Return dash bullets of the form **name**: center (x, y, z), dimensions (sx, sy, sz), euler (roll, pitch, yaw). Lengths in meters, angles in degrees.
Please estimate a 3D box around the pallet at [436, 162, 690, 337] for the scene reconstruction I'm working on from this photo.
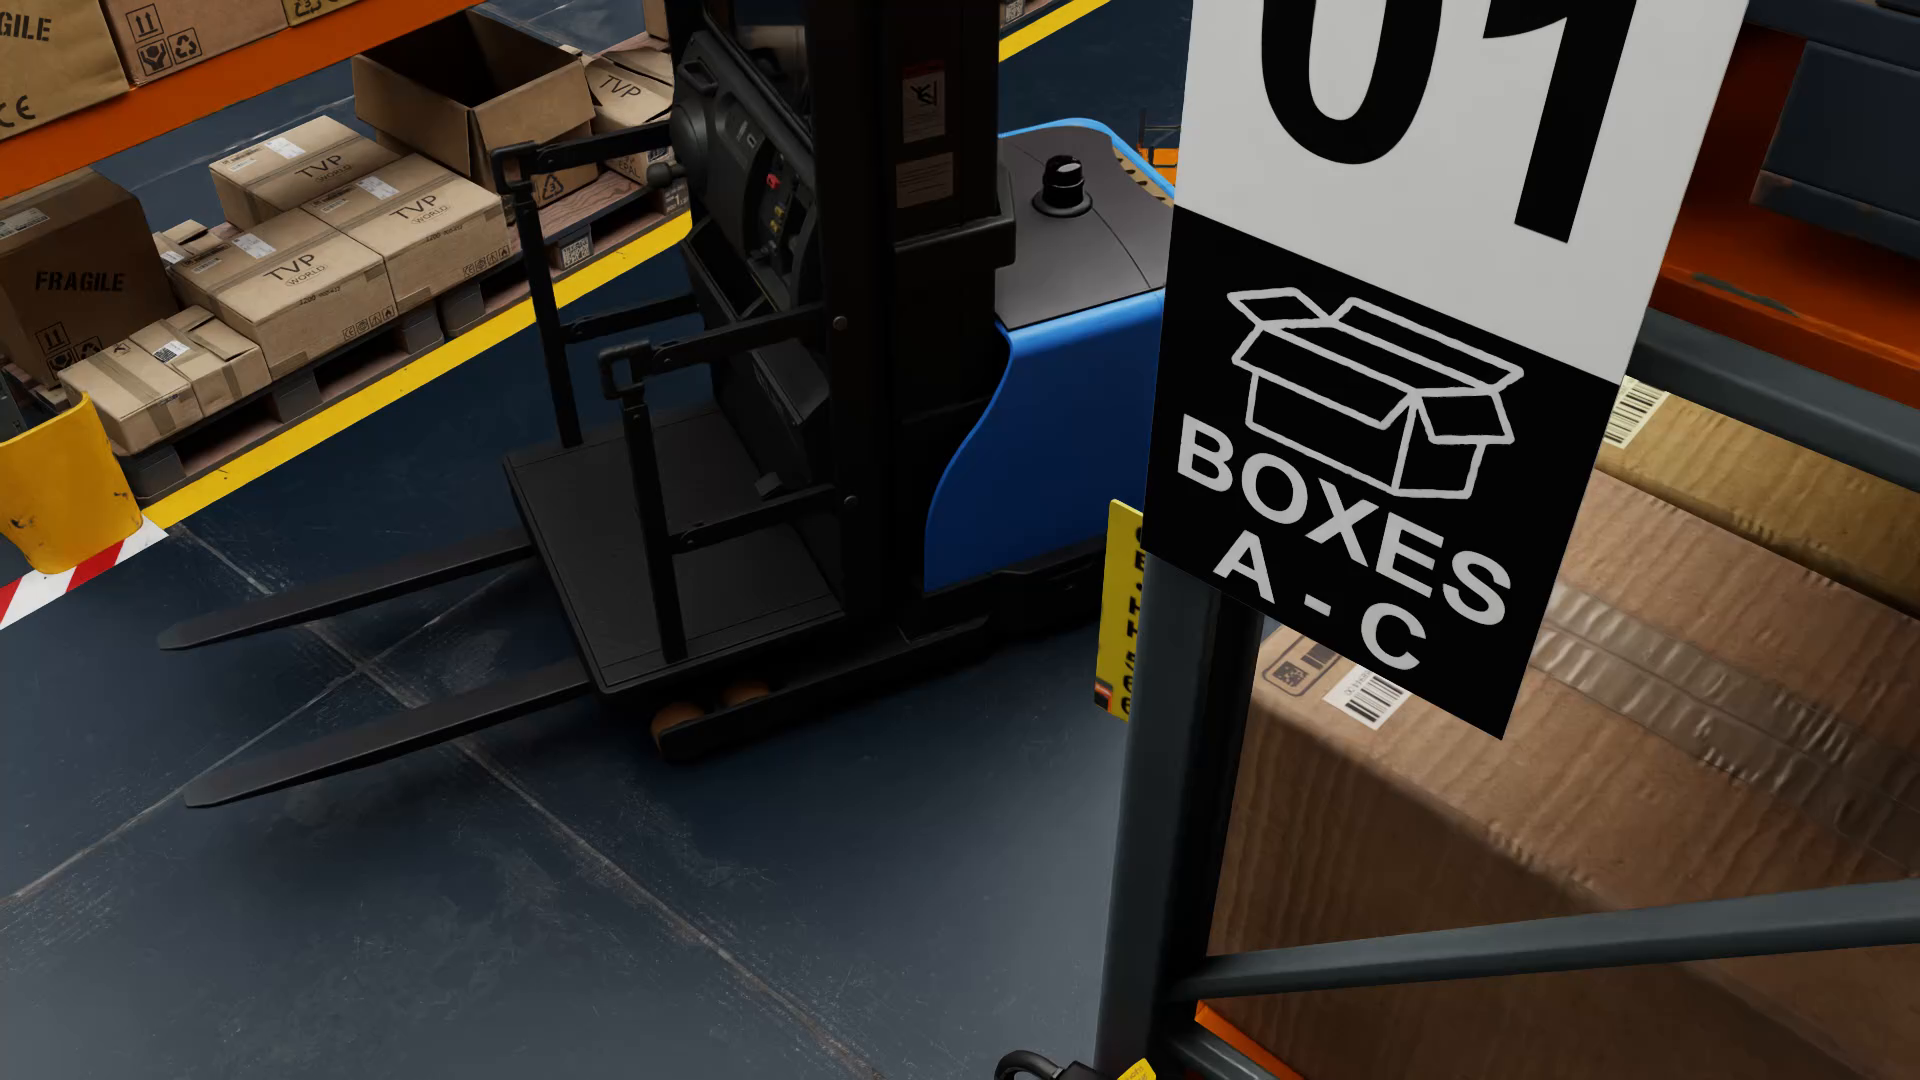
- **pallet**: center (-1.840, -1.331, 6.557), dimensions (1.003, 0.211, 1.213), euler (29, 50, 28)

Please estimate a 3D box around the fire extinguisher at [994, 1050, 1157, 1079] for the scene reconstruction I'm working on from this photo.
- **fire extinguisher**: center (0.157, 0.900, 2.365), dimensions (0.296, 0.674, 0.183), euler (29, 50, 28)

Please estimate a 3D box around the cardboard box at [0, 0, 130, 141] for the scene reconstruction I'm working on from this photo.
- **cardboard box**: center (-2.699, -1.438, 4.528), dimensions (0.500, 0.500, 0.500), euler (31, 50, 29)

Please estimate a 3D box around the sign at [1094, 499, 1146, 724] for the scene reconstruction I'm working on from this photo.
- **sign**: center (0.201, 0.097, 1.876), dimensions (0.100, 0.325, 0.005), euler (29, 50, 28)

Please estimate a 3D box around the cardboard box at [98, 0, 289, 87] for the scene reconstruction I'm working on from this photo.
- **cardboard box**: center (-2.371, -1.706, 4.823), dimensions (0.500, 0.500, 0.500), euler (29, 50, 28)

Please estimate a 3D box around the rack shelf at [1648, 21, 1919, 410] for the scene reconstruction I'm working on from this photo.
- **rack shelf**: center (1.895, -1.018, 2.445), dimensions (1.077, 0.370, 4.000), euler (29, 50, 28)

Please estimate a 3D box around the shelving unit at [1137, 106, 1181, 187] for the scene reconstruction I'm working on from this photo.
- **shelving unit**: center (0.663, -0.873, 5.427), dimensions (0.215, 1.050, 0.252), euler (0, 41, -1)

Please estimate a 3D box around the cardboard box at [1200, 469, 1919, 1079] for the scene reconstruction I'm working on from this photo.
- **cardboard box**: center (0.928, 0.478, 2.272), dimensions (0.980, 0.700, 0.700), euler (32, 51, 30)

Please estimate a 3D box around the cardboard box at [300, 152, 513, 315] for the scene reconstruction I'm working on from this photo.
- **cardboard box**: center (-1.976, -1.105, 5.952), dimensions (0.500, 0.250, 0.500), euler (29, 50, 28)

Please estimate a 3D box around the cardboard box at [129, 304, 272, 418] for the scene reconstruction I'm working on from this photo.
- **cardboard box**: center (-2.493, -0.597, 5.456), dimensions (0.380, 0.166, 0.250), euler (29, 50, 28)

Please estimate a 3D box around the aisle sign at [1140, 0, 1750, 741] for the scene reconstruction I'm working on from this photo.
- **aisle sign**: center (0.332, -0.199, 1.307), dimensions (0.394, 0.787, 0.004), euler (29, 50, 28)

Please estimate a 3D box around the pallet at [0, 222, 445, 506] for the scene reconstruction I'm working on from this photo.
- **pallet**: center (-2.625, -0.705, 5.869), dimensions (1.003, 0.211, 1.213), euler (29, 50, 28)

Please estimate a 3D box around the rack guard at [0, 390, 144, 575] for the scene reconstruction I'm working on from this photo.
- **rack guard**: center (-3.137, -0.401, 5.320), dimensions (1.175, 0.500, 0.348), euler (29, 50, 28)

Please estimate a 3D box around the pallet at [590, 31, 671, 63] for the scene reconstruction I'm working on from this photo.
- **pallet**: center (-1.055, -1.962, 7.251), dimensions (1.003, 0.211, 1.213), euler (29, 50, 28)

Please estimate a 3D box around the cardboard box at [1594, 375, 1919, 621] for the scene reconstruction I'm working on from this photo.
- **cardboard box**: center (1.388, 0.098, 2.689), dimensions (0.980, 0.700, 0.700), euler (29, 50, 28)

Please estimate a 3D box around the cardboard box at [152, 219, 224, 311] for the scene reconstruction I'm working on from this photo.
- **cardboard box**: center (-2.695, -0.958, 5.853), dimensions (0.380, 0.166, 0.250), euler (29, 50, 28)

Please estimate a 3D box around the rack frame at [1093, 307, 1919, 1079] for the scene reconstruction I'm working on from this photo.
- **rack frame**: center (0.605, 0.854, 2.081), dimensions (0.949, 2.616, 0.053), euler (29, 50, 28)

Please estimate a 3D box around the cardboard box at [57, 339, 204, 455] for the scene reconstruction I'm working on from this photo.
- **cardboard box**: center (-2.654, -0.462, 5.320), dimensions (0.380, 0.149, 0.250), euler (29, 50, 28)

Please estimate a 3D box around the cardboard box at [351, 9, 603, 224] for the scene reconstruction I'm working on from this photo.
- **cardboard box**: center (-1.817, -1.616, 6.327), dimensions (0.797, 0.503, 0.637), euler (29, 50, 28)

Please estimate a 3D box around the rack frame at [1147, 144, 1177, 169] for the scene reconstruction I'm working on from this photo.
- **rack frame**: center (0.665, -0.792, 5.335), dimensions (0.200, 1.050, 0.008), euler (0, 41, -1)

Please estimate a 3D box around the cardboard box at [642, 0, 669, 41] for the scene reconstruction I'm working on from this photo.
- **cardboard box**: center (-1.048, -2.392, 7.323), dimensions (0.500, 0.311, 0.500), euler (29, 50, 28)

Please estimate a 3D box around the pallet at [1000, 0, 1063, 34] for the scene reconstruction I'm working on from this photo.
- **pallet**: center (-0.117, -2.750, 8.118), dimensions (1.003, 0.211, 1.213), euler (29, 50, 28)

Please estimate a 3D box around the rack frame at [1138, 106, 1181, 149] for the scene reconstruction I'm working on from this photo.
- **rack frame**: center (0.661, -0.954, 5.518), dimensions (0.200, 1.050, 0.008), euler (0, 41, -1)

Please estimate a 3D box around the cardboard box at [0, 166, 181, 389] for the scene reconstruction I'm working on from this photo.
- **cardboard box**: center (-3.025, -0.912, 5.554), dimensions (0.500, 0.500, 0.500), euler (29, 50, 28)

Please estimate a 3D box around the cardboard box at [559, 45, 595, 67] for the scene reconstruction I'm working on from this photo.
- **cardboard box**: center (-1.597, -1.889, 6.877), dimensions (0.380, 0.166, 0.250), euler (29, 50, 28)

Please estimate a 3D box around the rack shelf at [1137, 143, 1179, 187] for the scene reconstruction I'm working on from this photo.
- **rack shelf**: center (0.664, -1.078, 5.246), dimensions (0.215, 0.259, 0.240), euler (0, 41, -1)

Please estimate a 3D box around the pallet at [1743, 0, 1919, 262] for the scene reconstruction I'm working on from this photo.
- **pallet**: center (1.077, -0.608, 1.525), dimensions (1.003, 0.211, 1.213), euler (29, 50, 28)

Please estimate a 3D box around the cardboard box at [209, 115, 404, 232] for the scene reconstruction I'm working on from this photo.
- **cardboard box**: center (-2.391, -1.295, 6.162), dimensions (0.500, 0.250, 0.500), euler (29, 50, 28)

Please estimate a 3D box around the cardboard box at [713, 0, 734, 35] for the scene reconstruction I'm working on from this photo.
- **cardboard box**: center (-0.762, -2.169, 6.936), dimensions (0.500, 0.500, 0.500), euler (29, 50, 28)

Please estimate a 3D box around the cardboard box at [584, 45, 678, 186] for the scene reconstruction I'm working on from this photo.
- **cardboard box**: center (-1.244, -1.712, 6.575), dimensions (0.500, 0.311, 0.500), euler (29, 50, 28)

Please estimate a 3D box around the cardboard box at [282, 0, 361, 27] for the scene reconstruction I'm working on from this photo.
- **cardboard box**: center (-2.046, -1.964, 5.106), dimensions (0.500, 0.500, 0.500), euler (29, 50, 28)

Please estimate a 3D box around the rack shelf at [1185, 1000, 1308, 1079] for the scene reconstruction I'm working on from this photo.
- **rack shelf**: center (1.895, 0.092, 3.454), dimensions (1.077, 0.370, 4.000), euler (29, 50, 28)

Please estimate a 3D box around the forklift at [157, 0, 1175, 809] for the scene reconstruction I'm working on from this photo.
- **forklift**: center (-0.722, -0.887, 4.047), dimensions (3.031, 2.935, 1.130), euler (-18, 45, -19)

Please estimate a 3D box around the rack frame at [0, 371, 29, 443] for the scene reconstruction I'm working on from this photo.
- **rack frame**: center (-3.186, -1.287, 4.436), dimensions (1.000, 3.000, 0.127), euler (29, 50, 28)

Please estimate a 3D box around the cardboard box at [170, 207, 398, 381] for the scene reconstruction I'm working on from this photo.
- **cardboard box**: center (-2.297, -0.847, 5.669), dimensions (0.500, 0.250, 0.500), euler (29, 50, 28)
